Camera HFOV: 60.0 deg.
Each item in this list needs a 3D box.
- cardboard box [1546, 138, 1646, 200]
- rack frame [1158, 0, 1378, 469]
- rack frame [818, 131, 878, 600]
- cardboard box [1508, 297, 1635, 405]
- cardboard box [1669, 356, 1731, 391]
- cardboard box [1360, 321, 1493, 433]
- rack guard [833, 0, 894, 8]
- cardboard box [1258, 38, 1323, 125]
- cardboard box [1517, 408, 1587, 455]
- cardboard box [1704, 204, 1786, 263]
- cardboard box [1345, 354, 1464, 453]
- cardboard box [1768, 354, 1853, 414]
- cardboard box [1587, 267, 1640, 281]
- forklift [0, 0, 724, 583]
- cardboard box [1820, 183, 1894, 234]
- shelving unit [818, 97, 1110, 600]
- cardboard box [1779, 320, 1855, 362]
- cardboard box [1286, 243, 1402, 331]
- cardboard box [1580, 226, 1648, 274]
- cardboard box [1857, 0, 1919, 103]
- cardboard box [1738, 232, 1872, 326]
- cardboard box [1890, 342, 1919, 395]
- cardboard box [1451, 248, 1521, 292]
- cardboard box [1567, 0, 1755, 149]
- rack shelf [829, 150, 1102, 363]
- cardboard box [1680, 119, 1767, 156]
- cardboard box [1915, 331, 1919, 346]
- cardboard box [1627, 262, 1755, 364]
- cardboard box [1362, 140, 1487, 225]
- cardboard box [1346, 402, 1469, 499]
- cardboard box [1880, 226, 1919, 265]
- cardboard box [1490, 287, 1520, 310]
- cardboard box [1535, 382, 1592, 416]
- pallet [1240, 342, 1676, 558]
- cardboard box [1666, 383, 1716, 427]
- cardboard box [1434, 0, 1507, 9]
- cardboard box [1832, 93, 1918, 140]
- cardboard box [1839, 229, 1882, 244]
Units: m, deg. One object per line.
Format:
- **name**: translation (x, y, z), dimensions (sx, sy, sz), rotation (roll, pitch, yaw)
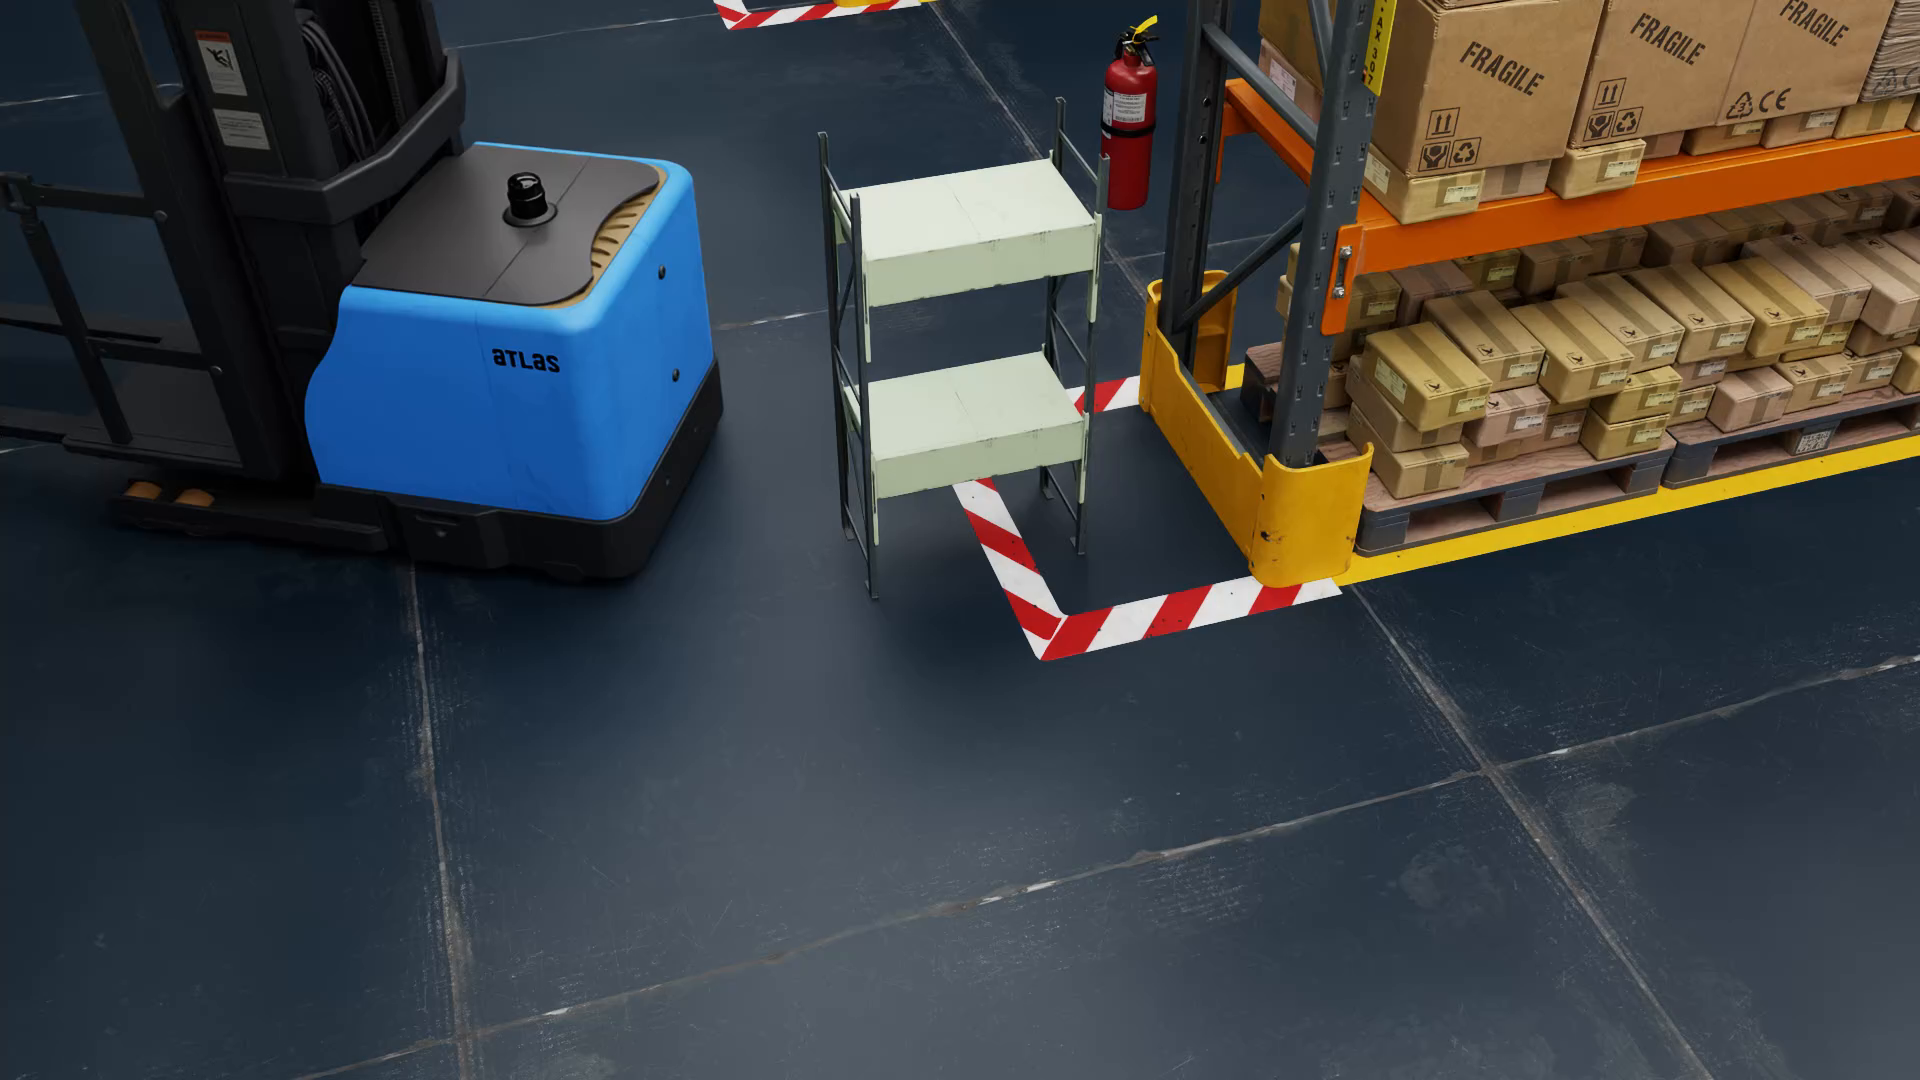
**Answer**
- **cardboard box**: translation (1.842, -1.202, 5.037), dimensions (0.250, 0.149, 0.380), rotation (-13, 43, -14)
- **rack frame**: translation (0.931, -1.343, 5.007), dimensions (0.127, 3.000, 1.000), rotation (-12, 42, -13)
- **rack frame**: translation (-0.343, -0.494, 5.175), dimensions (0.023, 1.500, 0.400), rotation (-12, 42, -13)
- **cardboard box**: translation (2.039, -0.641, 5.599), dimensions (0.250, 0.149, 0.380), rotation (-12, 43, -13)
- **cardboard box**: translation (2.495, -0.699, 5.892), dimensions (0.250, 0.149, 0.380), rotation (-14, 43, -15)
- **cardboard box**: translation (1.533, -0.542, 5.485), dimensions (0.250, 0.149, 0.380), rotation (-14, 43, -15)
- **rack guard**: translation (-0.675, -3.483, 9.357), dimensions (0.348, 0.500, 1.175), rotation (-12, 42, -13)
- **cardboard box**: translation (1.158, -1.490, 5.366), dimensions (0.250, 0.149, 0.380), rotation (-12, 42, -13)
- **cardboard box**: translation (1.987, -0.486, 5.874), dimensions (0.250, 0.149, 0.380), rotation (-11, 42, -13)
- **cardboard box**: translation (2.858, -1.211, 6.252), dimensions (0.250, 0.149, 0.380), rotation (-11, 42, -13)
- **cardboard box**: translation (1.508, -0.482, 5.643), dimensions (0.250, 0.149, 0.380), rotation (-10, 42, -11)
- **cardboard box**: translation (2.999, -0.644, 6.055), dimensions (0.250, 0.149, 0.380), rotation (-12, 42, -13)
- **cardboard box**: translation (2.334, -1.037, 6.278), dimensions (0.250, 0.149, 0.380), rotation (-11, 42, -12)
- **forklift**: translation (-2.450, -1.423, 5.199), dimensions (3.031, 2.867, 1.129), rotation (8, 42, 9)
- **cardboard box**: translation (3.340, -1.341, 6.400), dimensions (0.250, 0.149, 0.380), rotation (-11, 42, -12)
- **shelving unit**: translation (0.006, -0.566, 5.258), dimensions (0.755, 1.500, 0.431), rotation (-12, 42, -13)
- **cardboard box**: translation (3.002, -0.826, 6.037), dimensions (0.250, 0.149, 0.380), rotation (-10, 42, -11)
- **cardboard box**: translation (1.360, -0.915, 5.913), dimensions (0.250, 0.149, 0.380), rotation (-11, 42, -13)
- **cardboard box**: translation (2.332, -1.159, 6.192), dimensions (0.250, 0.149, 0.380), rotation (-10, 42, -11)
- **cardboard box**: translation (2.901, -1.723, 5.140), dimensions (0.500, 0.500, 0.500), rotation (-13, 43, -14)
- **cardboard box**: translation (2.994, -0.924, 5.923), dimensions (0.250, 0.149, 0.380), rotation (-12, 42, -13)
- **cardboard box**: translation (3.488, -0.722, 6.144), dimensions (0.250, 0.149, 0.380), rotation (-12, 43, -13)
- **cardboard box**: translation (1.826, -1.059, 6.078), dimensions (0.250, 0.149, 0.380), rotation (-13, 43, -14)
- **cardboard box**: translation (1.945, -1.529, 4.919), dimensions (0.500, 0.500, 0.500), rotation (-12, 42, -13)
- **rack shelf**: translation (0.006, -0.860, 5.001), dimensions (0.720, 0.370, 0.431), rotation (-12, 42, -13)
- **cardboard box**: translation (2.314, -1.378, 5.238), dimensions (0.250, 0.149, 0.380), rotation (-12, 43, -13)
- **cardboard box**: translation (3.531, -0.892, 6.113), dimensions (0.250, 0.149, 0.380), rotation (-11, 42, -12)
- **cardboard box**: translation (2.518, -0.791, 5.771), dimensions (0.250, 0.149, 0.380), rotation (-10, 42, -11)
- **cardboard box**: translation (1.339, -1.106, 4.927), dimensions (0.250, 0.149, 0.380), rotation (-12, 43, -13)
- **cardboard box**: translation (1.527, -0.330, 5.695), dimensions (0.250, 0.149, 0.380), rotation (-11, 42, -12)
- **cardboard box**: translation (3.517, -0.965, 5.970), dimensions (0.250, 0.149, 0.380), rotation (-14, 43, -15)
- **cardboard box**: translation (1.844, -0.926, 6.152), dimensions (0.250, 0.149, 0.380), rotation (-13, 43, -15)
- **cardboard box**: translation (1.993, -0.604, 5.783), dimensions (0.250, 0.149, 0.380), rotation (-11, 42, -13)
- **pallet**: translation (1.789, -0.446, 6.100), dimensions (1.213, 0.211, 1.003), rotation (-12, 42, -13)
- **cardboard box**: translation (2.479, -0.578, 5.980), dimensions (0.250, 0.149, 0.380), rotation (-12, 42, -13)
- **cardboard box**: translation (1.439, -1.791, 4.458), dimensions (0.500, 0.500, 0.500), rotation (-12, 43, -13)
- **cardboard box**: translation (2.811, -1.447, 5.317), dimensions (0.250, 0.149, 0.380), rotation (-10, 42, -12)
- **cardboard box**: translation (3.341, -1.191, 6.455), dimensions (0.250, 0.149, 0.380), rotation (-10, 42, -11)
